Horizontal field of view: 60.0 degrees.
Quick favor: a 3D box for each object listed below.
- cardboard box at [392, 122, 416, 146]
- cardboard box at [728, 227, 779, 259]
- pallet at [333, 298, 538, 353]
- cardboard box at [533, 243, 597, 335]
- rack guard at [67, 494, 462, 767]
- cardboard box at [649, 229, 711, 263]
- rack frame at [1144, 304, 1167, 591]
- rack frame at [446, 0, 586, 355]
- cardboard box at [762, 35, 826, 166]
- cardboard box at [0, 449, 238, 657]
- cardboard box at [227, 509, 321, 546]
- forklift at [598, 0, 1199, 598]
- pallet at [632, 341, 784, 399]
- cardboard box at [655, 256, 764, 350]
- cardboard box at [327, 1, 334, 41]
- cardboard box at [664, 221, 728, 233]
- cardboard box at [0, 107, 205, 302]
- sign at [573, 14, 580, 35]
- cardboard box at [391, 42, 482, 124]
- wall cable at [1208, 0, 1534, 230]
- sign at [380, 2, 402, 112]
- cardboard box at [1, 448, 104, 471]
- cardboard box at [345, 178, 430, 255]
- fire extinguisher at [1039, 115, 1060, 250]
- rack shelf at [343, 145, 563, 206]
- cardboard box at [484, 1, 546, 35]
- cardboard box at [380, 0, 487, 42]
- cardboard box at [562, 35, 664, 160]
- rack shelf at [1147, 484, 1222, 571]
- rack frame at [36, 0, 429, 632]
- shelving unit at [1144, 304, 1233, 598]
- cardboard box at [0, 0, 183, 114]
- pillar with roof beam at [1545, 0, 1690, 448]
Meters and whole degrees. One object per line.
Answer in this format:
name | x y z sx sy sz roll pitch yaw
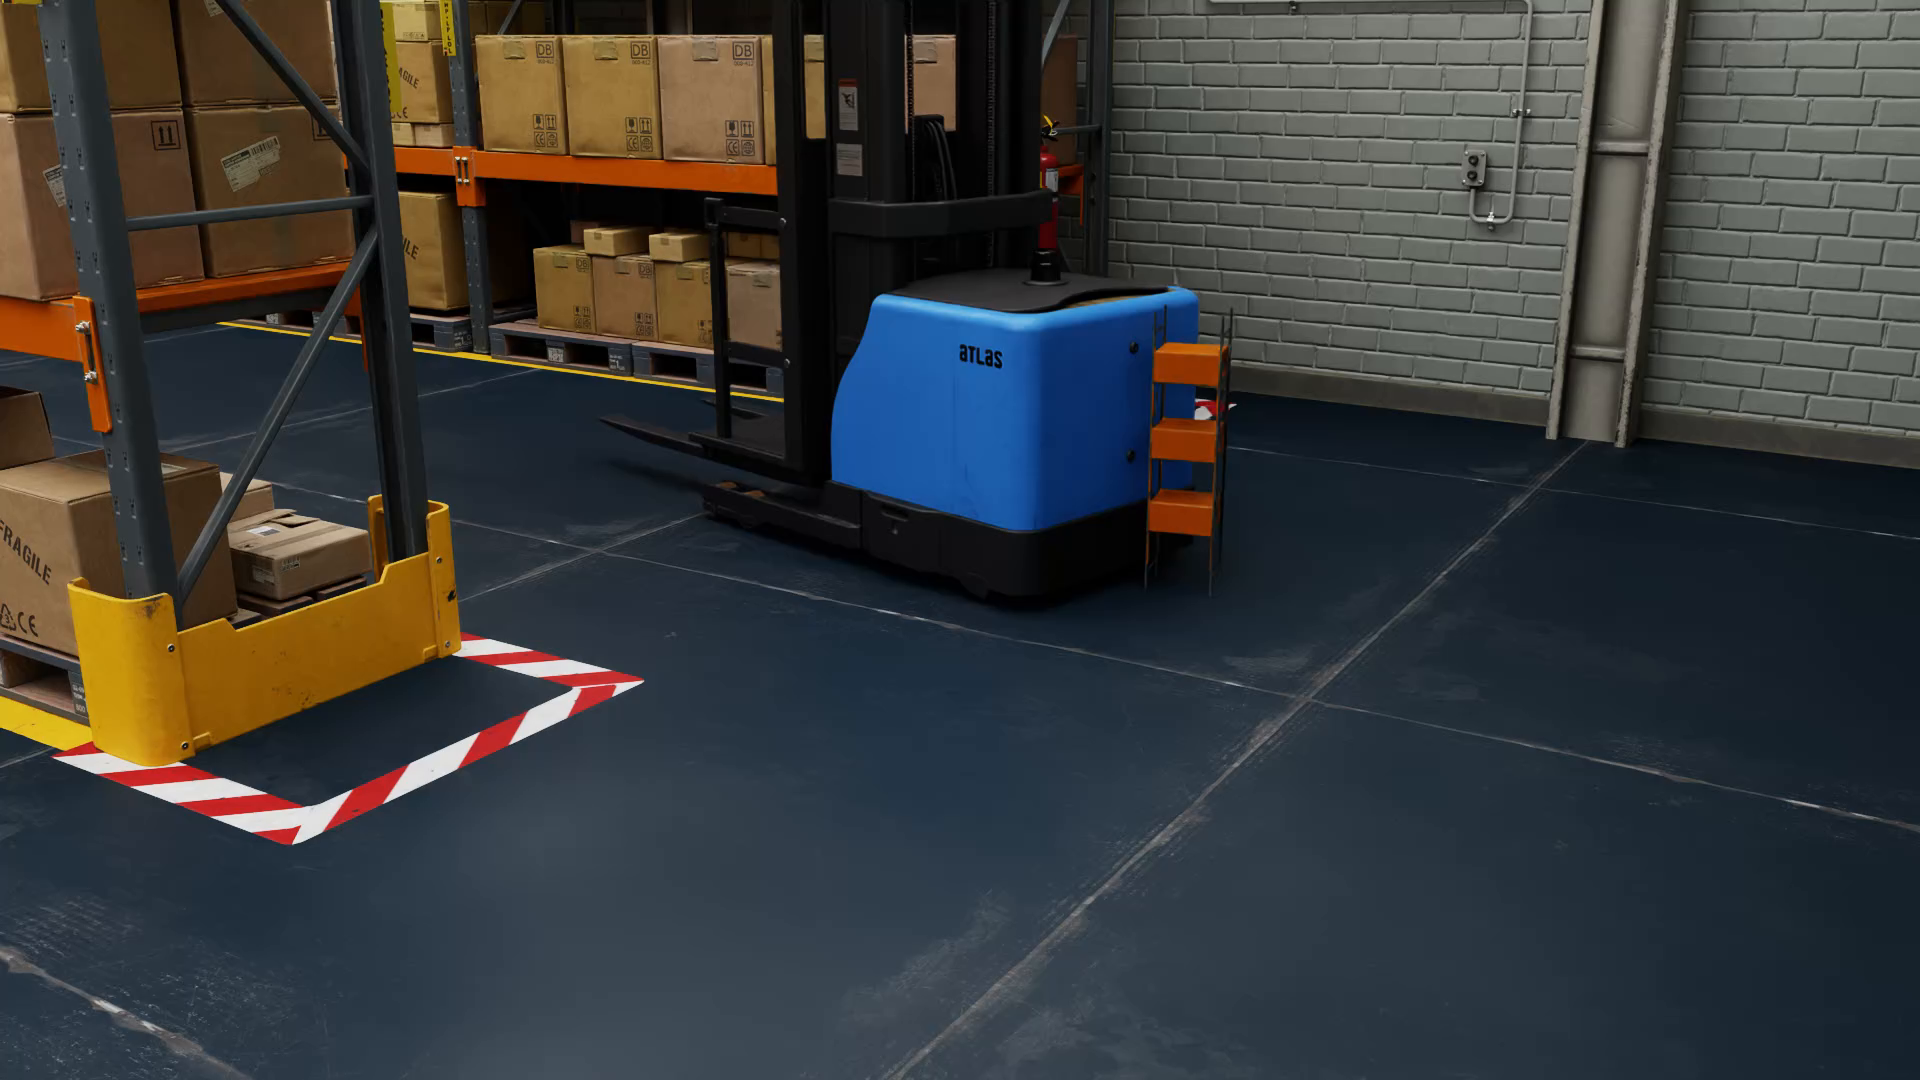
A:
cardboard box | -3.544 -2.678 10.935 0.250 0.149 0.380 11 20 31
cardboard box | -1.206 -1.825 10.190 0.250 0.149 0.380 10 19 29
pallet | -3.577 -1.539 11.586 1.213 0.211 1.003 10 20 30
cardboard box | -2.296 -1.641 10.700 0.500 0.500 0.700 10 20 31
rack guard | -2.125 0.245 5.213 0.348 0.500 1.175 10 20 30
cardboard box | -1.655 -1.774 10.024 0.250 0.149 0.380 9 19 28
rack frame | 0.728 -0.338 6.187 0.008 1.050 0.200 6 18 18
rack frame | -2.880 -2.775 10.855 0.127 3.000 1.000 10 20 30
cardboard box | -0.537 -2.493 9.411 0.700 0.700 0.980 10 20 30
cardboard box | -2.653 0.025 5.182 0.500 0.500 0.500 10 20 30
cardboard box | -2.451 0.019 5.775 0.250 0.166 0.380 10 20 30
forklift | -0.462 -1.539 6.905 1.130 2.935 3.031 -16 23 -42
pallet | -1.229 -1.120 10.206 1.213 0.211 1.003 10 20 30
cardboard box | -1.434 -1.485 10.186 0.500 0.500 0.700 11 20 31
cardboard box | -3.842 -3.421 10.975 0.500 0.250 0.500 11 20 31
cardboard box | -1.641 -1.903 10.446 0.250 0.149 0.380 9 19 28
cardboard box | -2.585 -0.988 4.799 0.500 0.500 0.500 11 20 32
sign | -2.591 -3.365 11.171 0.005 0.325 0.100 10 20 30
cardboard box | -3.405 -2.982 10.820 0.500 0.500 0.500 10 19 29
wall cable | 2.115 -2.692 8.835 1.851 1.984 0.084 10 20 30
sign | -1.777 -1.488 5.128 0.005 0.325 0.100 10 20 30
cardboard box | -3.228 -0.139 6.152 0.500 0.250 0.500 10 20 30
cardboard box | -4.261 -2.148 11.769 0.750 0.750 0.750 11 20 32
fire extinguisher | 0.416 -1.814 8.466 0.183 0.674 0.296 10 20 30
rack shelf | -4.584 -2.735 11.961 4.000 0.370 1.077 10 20 30
cardboard box | -3.135 -3.468 11.128 0.500 0.250 0.500 11 20 32
cardboard box | -3.412 -3.341 10.711 0.500 0.250 0.500 11 20 31
cardboard box | -1.807 -2.719 10.157 0.700 0.700 0.980 10 19 29
rack shelf | 0.844 -0.050 6.233 0.240 0.259 0.215 6 18 18
rack frame | -2.061 -0.939 4.812 0.127 3.000 1.000 10 20 30
shelving unit | 0.844 -0.326 6.149 0.252 1.050 0.215 6 18 18
cardboard box | -2.584 -1.465 4.650 0.500 0.500 0.500 10 20 30
pillar with roof beam | 1.029 -3.774 3.824 0.400 9.000 9.100 10 20 30
